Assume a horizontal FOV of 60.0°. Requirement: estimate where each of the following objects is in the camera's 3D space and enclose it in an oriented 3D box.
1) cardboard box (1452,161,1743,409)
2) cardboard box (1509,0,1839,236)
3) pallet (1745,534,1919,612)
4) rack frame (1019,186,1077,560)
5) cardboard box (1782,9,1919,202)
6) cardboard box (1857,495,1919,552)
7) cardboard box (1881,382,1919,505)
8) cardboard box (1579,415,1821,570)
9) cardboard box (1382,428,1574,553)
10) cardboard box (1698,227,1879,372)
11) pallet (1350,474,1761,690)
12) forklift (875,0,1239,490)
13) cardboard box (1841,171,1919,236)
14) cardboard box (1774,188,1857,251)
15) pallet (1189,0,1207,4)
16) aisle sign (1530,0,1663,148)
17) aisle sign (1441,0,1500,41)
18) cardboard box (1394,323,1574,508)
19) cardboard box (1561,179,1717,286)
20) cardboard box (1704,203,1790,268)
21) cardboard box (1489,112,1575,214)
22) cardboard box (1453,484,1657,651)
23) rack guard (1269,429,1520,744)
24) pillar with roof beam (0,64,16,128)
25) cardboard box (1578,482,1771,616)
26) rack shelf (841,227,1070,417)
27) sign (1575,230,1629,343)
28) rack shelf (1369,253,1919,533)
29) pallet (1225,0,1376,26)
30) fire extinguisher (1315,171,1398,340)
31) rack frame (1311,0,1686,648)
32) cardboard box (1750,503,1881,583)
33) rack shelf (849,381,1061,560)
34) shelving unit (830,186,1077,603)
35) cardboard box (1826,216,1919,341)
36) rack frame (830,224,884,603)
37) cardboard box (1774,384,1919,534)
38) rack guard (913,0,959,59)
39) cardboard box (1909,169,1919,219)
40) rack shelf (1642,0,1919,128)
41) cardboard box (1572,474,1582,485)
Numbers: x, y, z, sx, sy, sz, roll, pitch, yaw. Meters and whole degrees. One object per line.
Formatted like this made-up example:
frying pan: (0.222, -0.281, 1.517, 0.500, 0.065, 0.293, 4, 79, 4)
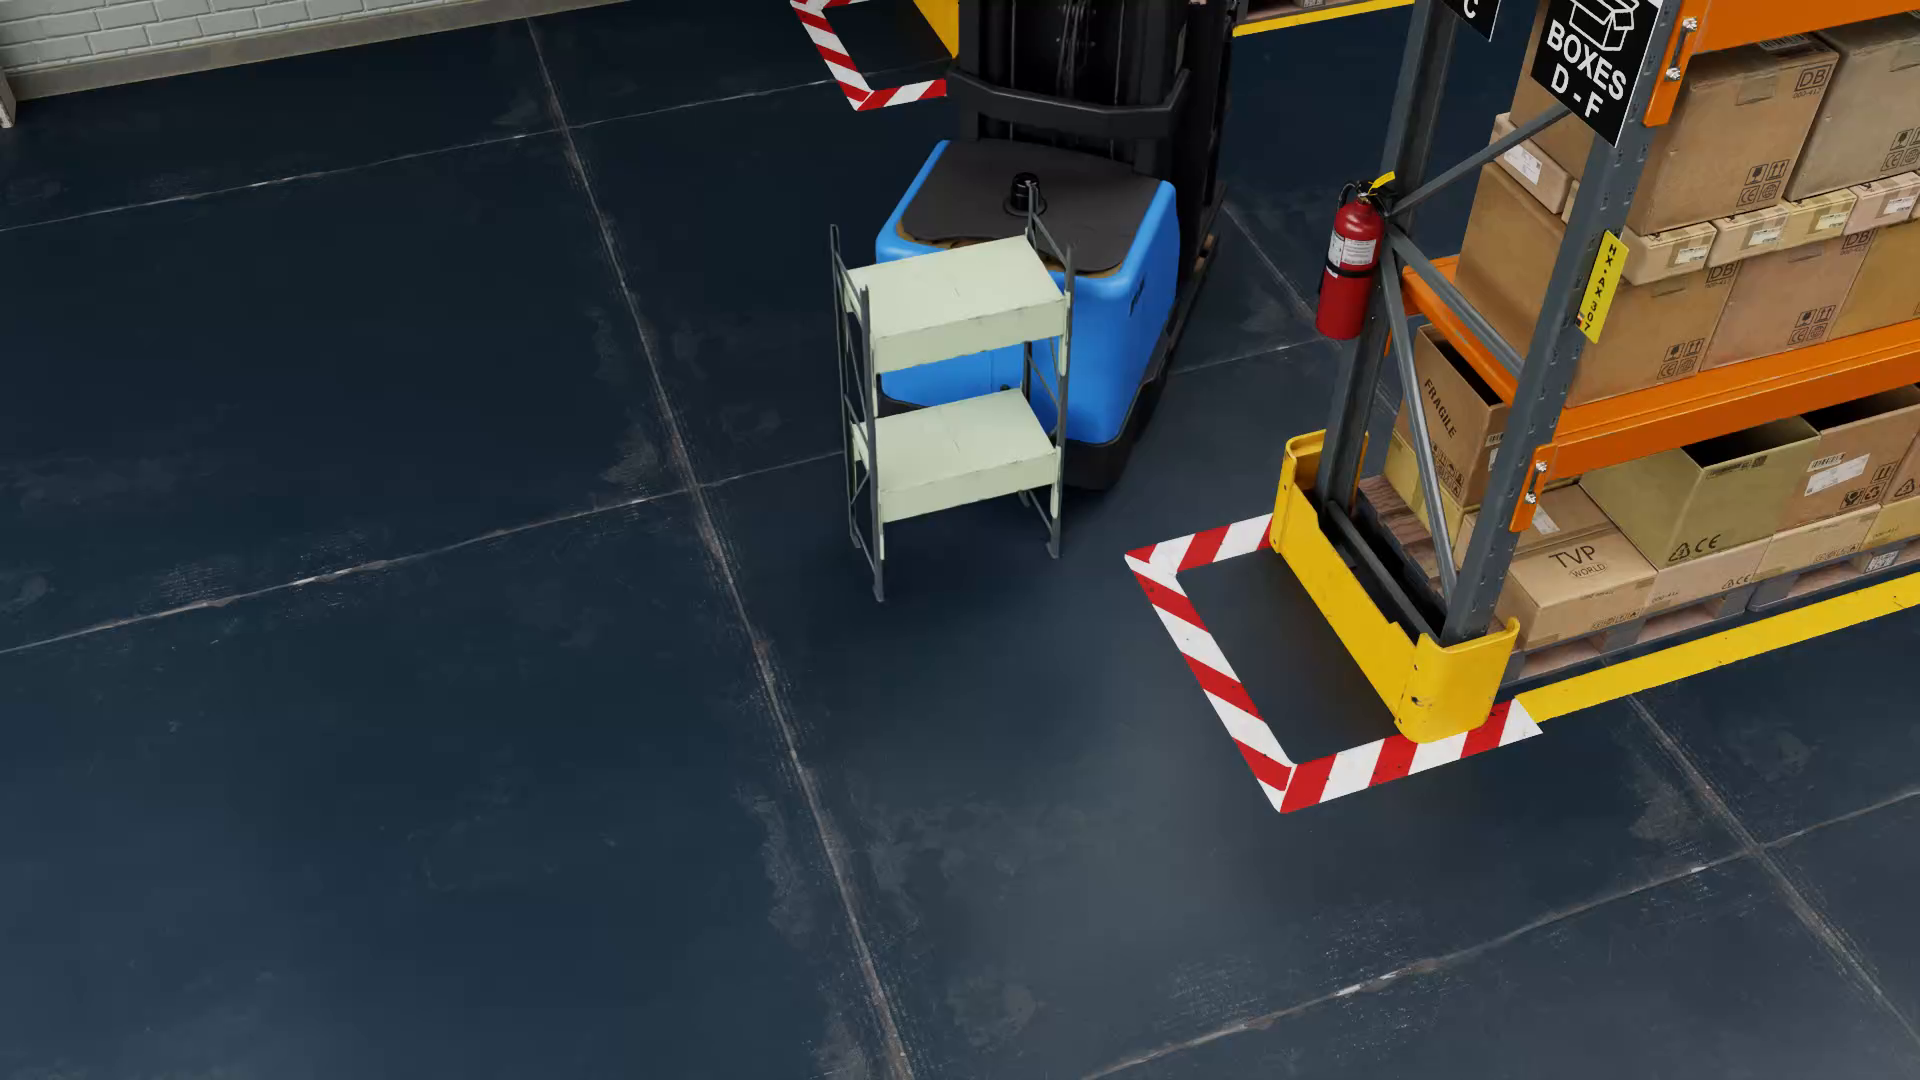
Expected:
cardboard box: (2.062, -0.885, 5.443, 0.500, 0.500, 0.700, -14, 47, -14)
cardboard box: (2.112, -1.355, 4.997, 0.500, 0.500, 0.700, -14, 47, -14)
pallet: (3.469, -0.264, 6.864, 1.213, 0.211, 1.003, -14, 47, -14)
rack frame: (0.320, -0.587, 6.276, 0.023, 1.500, 0.400, -14, 47, -13)
cardboard box: (2.604, -1.485, 5.126, 0.500, 0.500, 0.700, -15, 47, -15)
cardboard box: (3.610, -0.264, 6.540, 0.500, 0.250, 0.500, -14, 47, -14)
cardboard box: (3.610, -0.528, 6.274, 0.500, 0.500, 0.500, -14, 47, -14)
cardboard box: (2.668, -0.290, 6.037, 0.500, 0.500, 0.500, -14, 47, -14)
cardboard box: (2.022, -0.249, 6.525, 0.500, 0.250, 0.500, -14, 47, -14)
cardboard box: (2.554, -1.014, 5.572, 0.500, 0.500, 0.700, -13, 47, -13)
pallet: (2.323, 0.027, 6.574, 1.213, 0.211, 1.003, -14, 47, -14)
forklift: (0.617, -2.305, 6.978, 1.130, 2.935, 3.031, 14, 47, 13)
cardboard box: (2.781, -1.144, 5.244, 0.250, 0.149, 0.380, -15, 47, -14)
cardboard box: (2.543, -1.085, 5.185, 0.250, 0.149, 0.380, -14, 47, -14)
pallet: (0.781, -3.251, 9.841, 1.213, 0.211, 1.003, -14, 47, -14)
aisle sign: (1.661, -1.443, 4.235, 0.004, 0.787, 0.394, -14, 47, -14)
aisle sign: (1.457, -1.843, 4.634, 0.004, 0.787, 0.394, -14, 47, -14)
cardboard box: (2.022, -0.515, 6.261, 0.500, 0.500, 0.500, -14, 47, -14)
cardboard box: (2.061, -0.961, 5.061, 0.250, 0.149, 0.380, -15, 47, -14)
cardboard box: (2.308, -1.026, 5.126, 0.250, 0.149, 0.380, -15, 47, -15)
cardboard box: (1.913, -1.229, 5.328, 0.250, 0.149, 0.380, -15, 47, -15)
cardboard box: (2.198, 0.096, 6.181, 0.500, 0.250, 0.500, -14, 47, -14)
rack guard: (1.596, 0.143, 6.255, 0.348, 0.500, 1.175, -14, 47, -14)
pillar with roof beam: (-3.884, -2.596, 2.984, 0.400, 9.000, 9.100, -14, 47, -14)
cardboard box: (2.667, -0.027, 6.304, 0.500, 0.250, 0.500, -14, 47, -14)
rack shelf: (-0.027, -0.779, 5.917, 0.720, 0.370, 0.431, -14, 47, -13)
sign: (1.801, -0.708, 4.671, 0.005, 0.325, 0.100, -14, 47, -14)
rack shelf: (3.500, -0.973, 6.110, 4.000, 0.370, 1.077, -14, 47, -14)
pallet: (1.926, -3.541, 10.131, 1.213, 0.211, 1.003, -14, 47, -14)
fire extinguisher: (1.349, -0.999, 5.683, 0.183, 0.674, 0.296, -14, 47, -14)
rack frame: (1.618, -0.746, 5.375, 0.127, 3.000, 1.000, -14, 47, -14)
cardboard box: (3.138, -0.147, 6.423, 0.500, 0.250, 0.500, -14, 47, -14)
rack shelf: (-0.027, -0.273, 6.424, 0.720, 0.370, 0.431, -14, 47, -13)
shelving unit: (-0.027, -0.504, 6.193, 0.755, 1.500, 0.431, -14, 47, -13)
cardboard box: (3.023, -1.130, 5.688, 0.500, 0.500, 0.700, -14, 47, -14)
rack frame: (-0.373, -0.420, 6.110, 0.023, 1.500, 0.400, -14, 47, -13)
cardboard box: (3.134, -0.419, 6.165, 0.500, 0.500, 0.500, -14, 47, -14)
rack guard: (0.004, -3.181, 9.567, 0.348, 0.500, 1.175, -14, 47, -14)
cardboard box: (3.031, -1.210, 5.310, 0.250, 0.149, 0.380, -16, 47, -15)
rack shelf: (3.500, -2.032, 5.047, 4.000, 0.370, 1.077, -14, 47, -14)
cardboard box: (2.489, -0.377, 6.653, 0.500, 0.250, 0.500, -14, 47, -14)
